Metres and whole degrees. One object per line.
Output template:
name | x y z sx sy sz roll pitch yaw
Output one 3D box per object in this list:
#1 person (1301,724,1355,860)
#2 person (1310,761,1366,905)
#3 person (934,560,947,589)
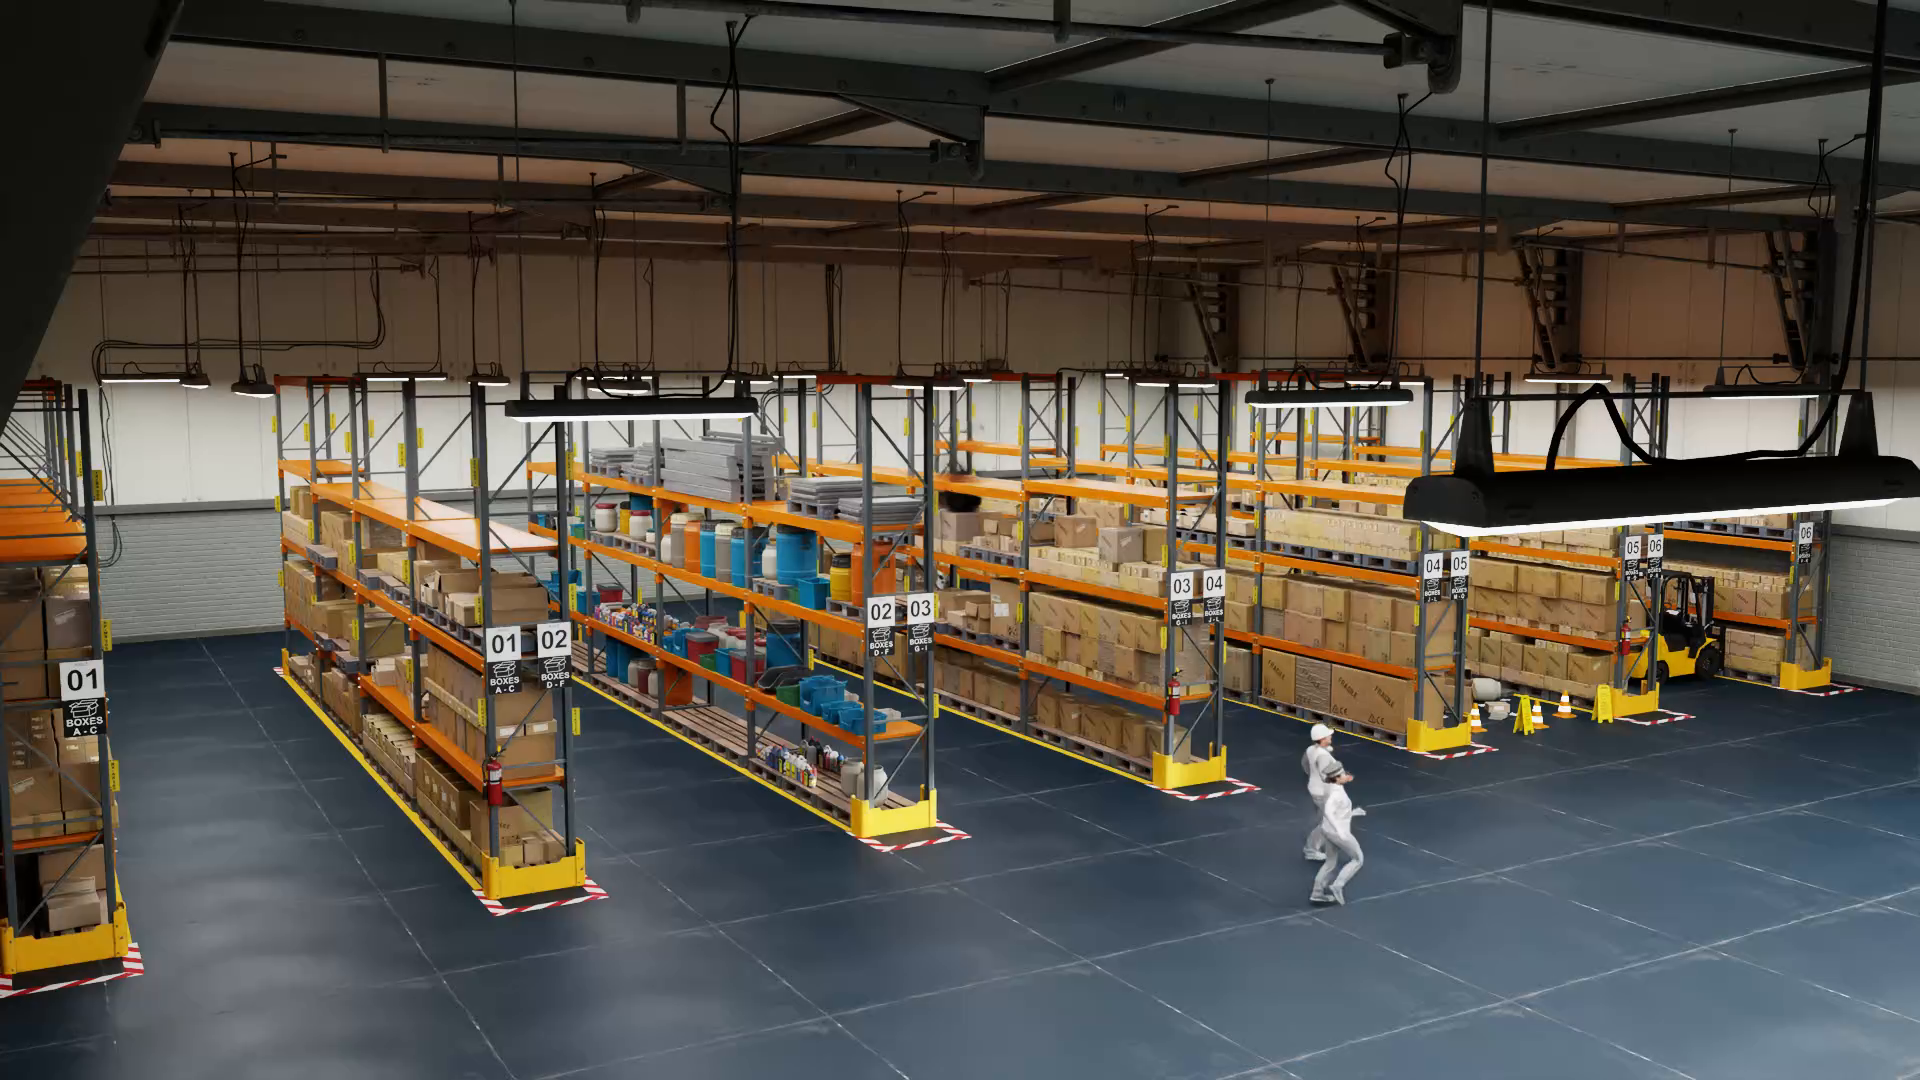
person | 4.634 3.171 20.937 0.606 1.738 0.646 0 6 1
person | 4.394 3.386 19.238 0.640 1.672 0.582 -1 6 -11
person | -0.614 1.298 38.188 0.661 1.768 0.673 -3 7 -25
